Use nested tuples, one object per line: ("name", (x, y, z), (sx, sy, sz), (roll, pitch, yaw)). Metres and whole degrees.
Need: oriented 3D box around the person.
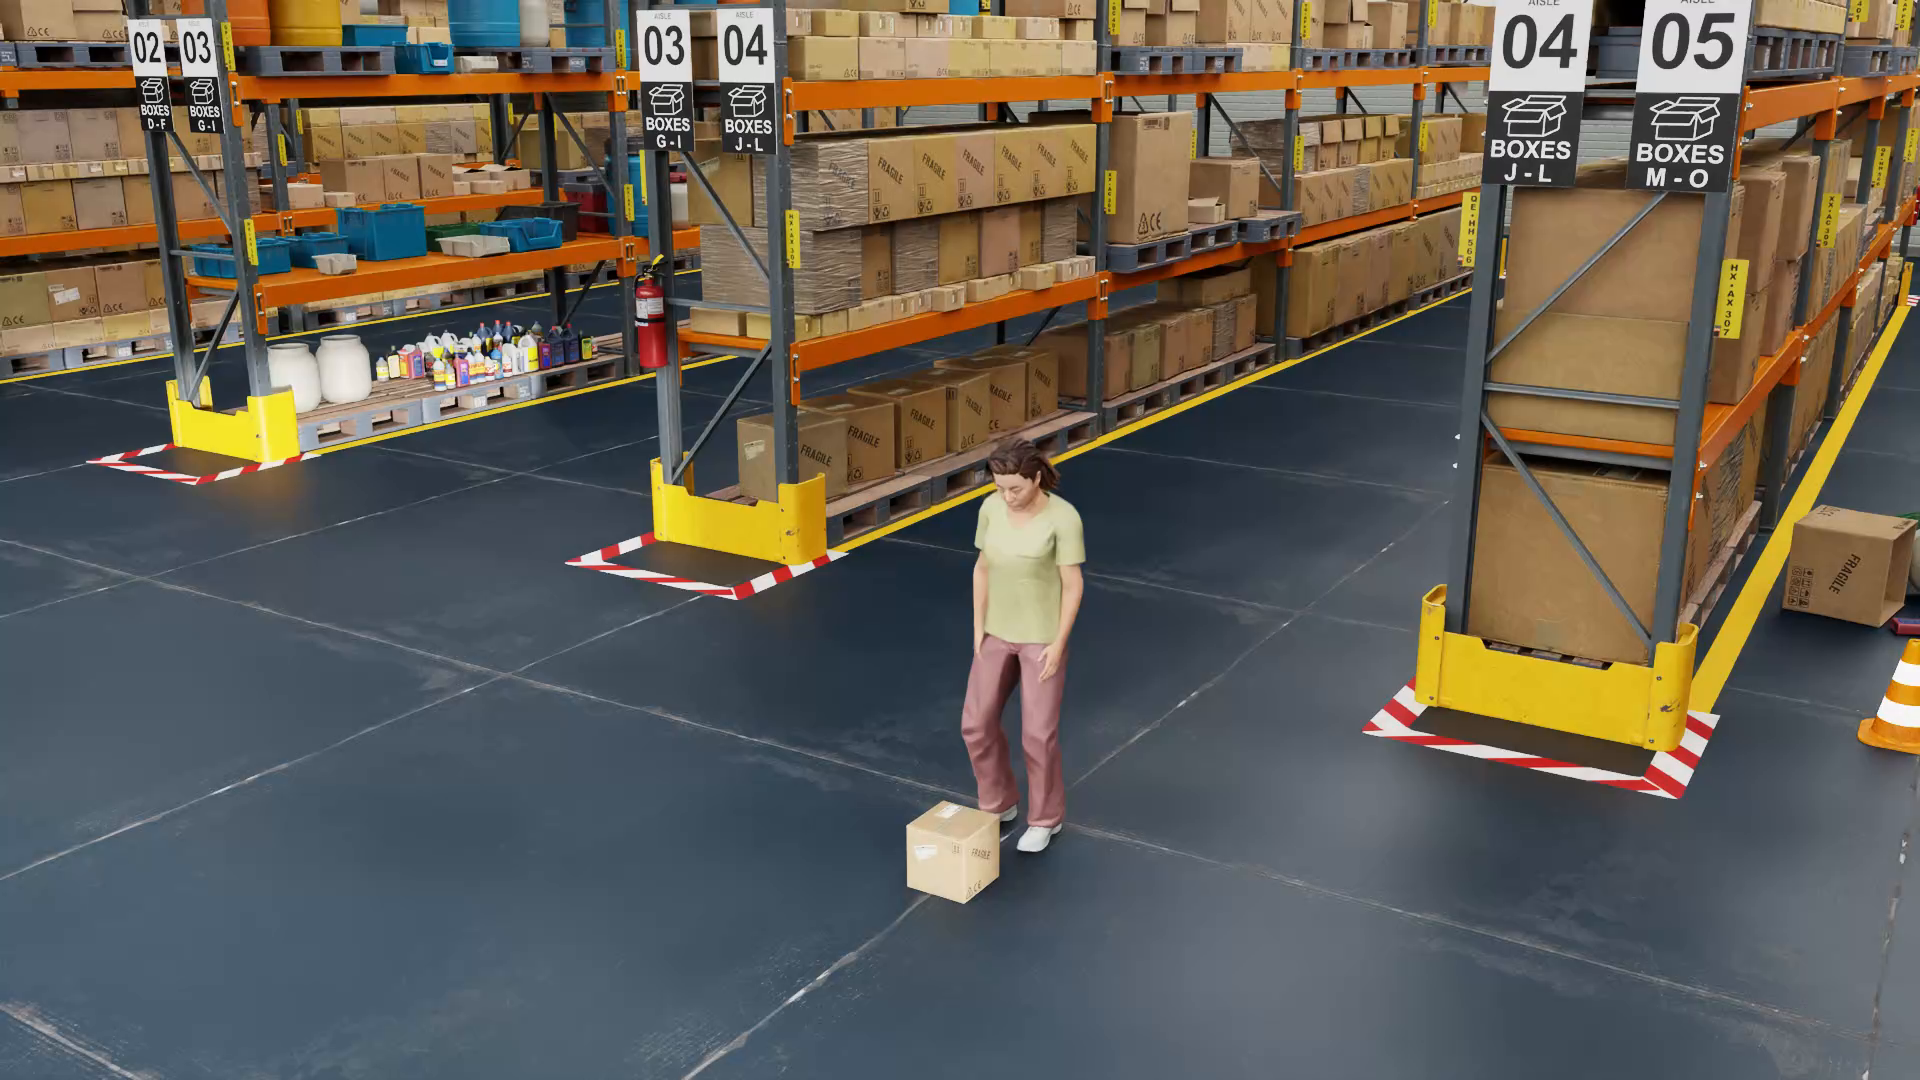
("person", (0.245, 0.386, 6.315), (0.470, 1.627, 0.388), (10, 19, 32))
